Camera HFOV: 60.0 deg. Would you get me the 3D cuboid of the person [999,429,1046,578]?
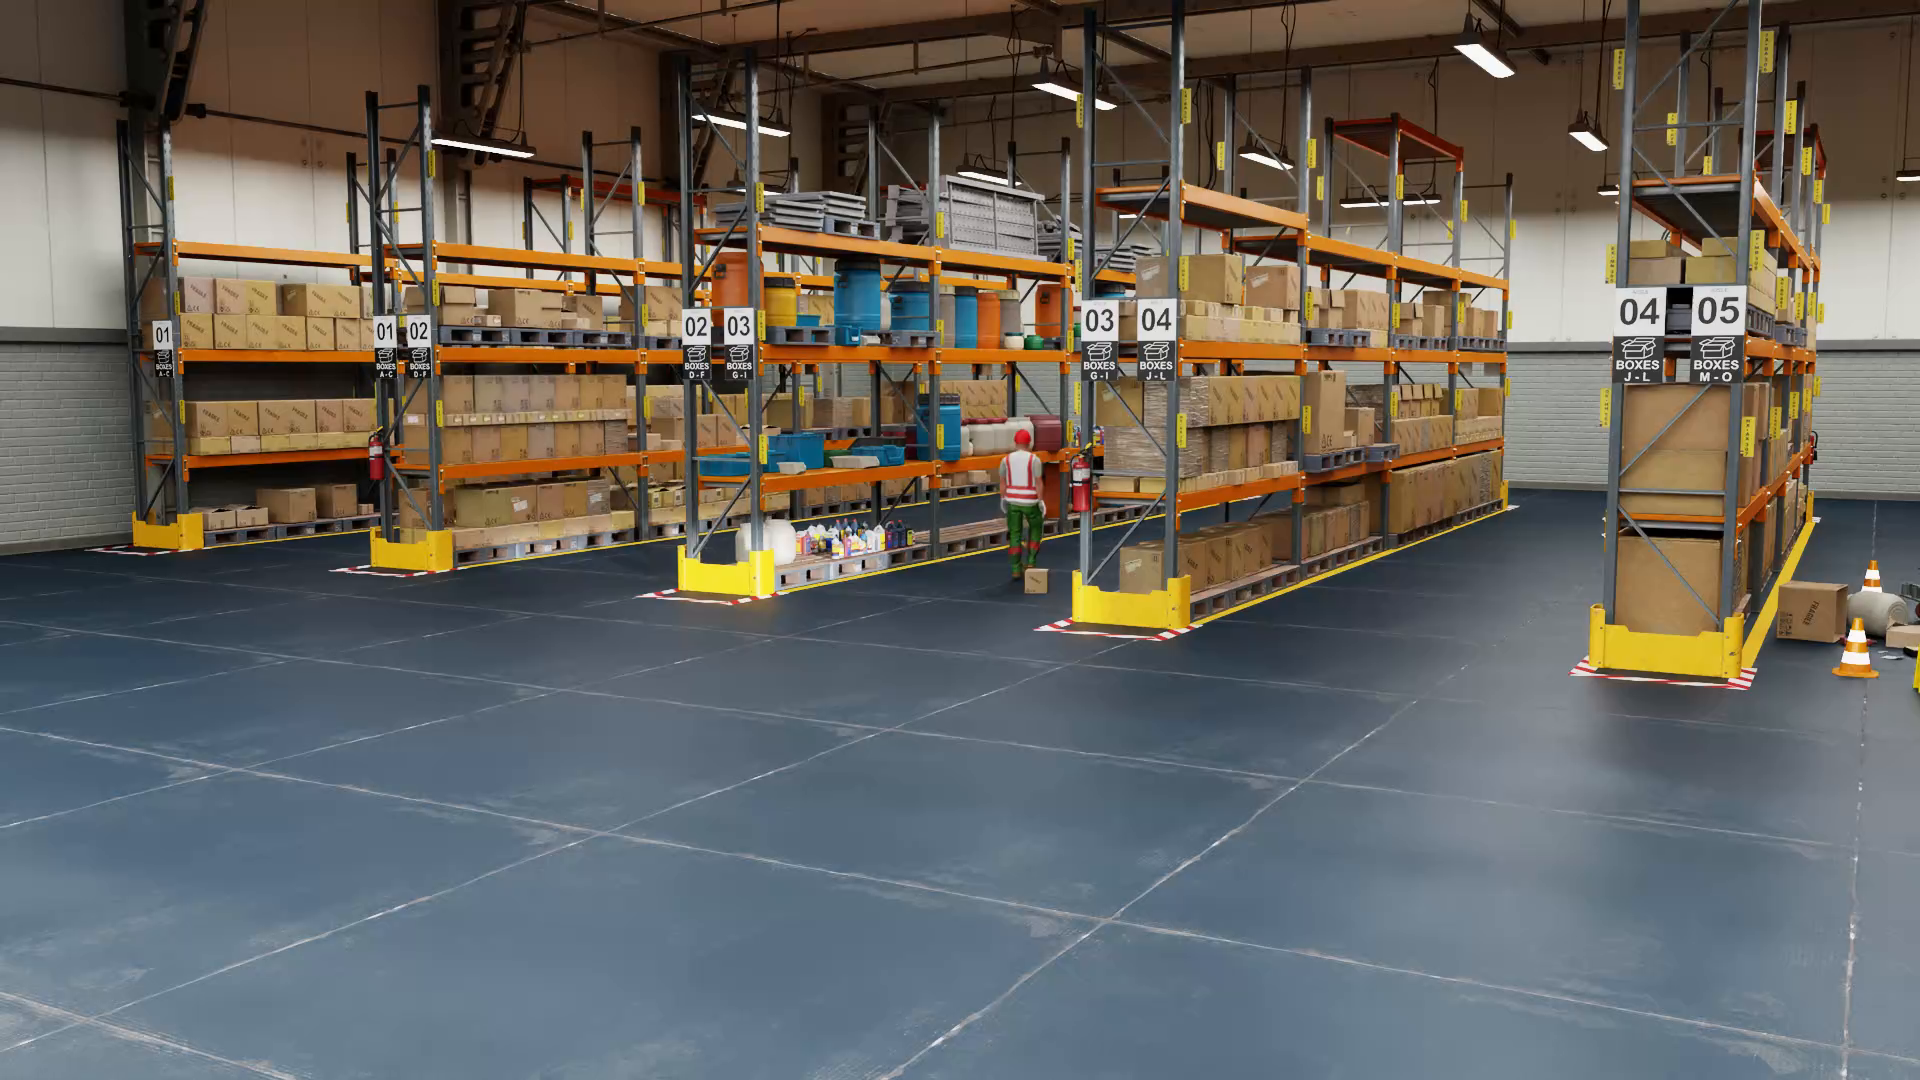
[{"bbox_3d":[0.767,-0.419,20.059,0.599,1.837,0.542,1,6,12],"label":"person"}]
